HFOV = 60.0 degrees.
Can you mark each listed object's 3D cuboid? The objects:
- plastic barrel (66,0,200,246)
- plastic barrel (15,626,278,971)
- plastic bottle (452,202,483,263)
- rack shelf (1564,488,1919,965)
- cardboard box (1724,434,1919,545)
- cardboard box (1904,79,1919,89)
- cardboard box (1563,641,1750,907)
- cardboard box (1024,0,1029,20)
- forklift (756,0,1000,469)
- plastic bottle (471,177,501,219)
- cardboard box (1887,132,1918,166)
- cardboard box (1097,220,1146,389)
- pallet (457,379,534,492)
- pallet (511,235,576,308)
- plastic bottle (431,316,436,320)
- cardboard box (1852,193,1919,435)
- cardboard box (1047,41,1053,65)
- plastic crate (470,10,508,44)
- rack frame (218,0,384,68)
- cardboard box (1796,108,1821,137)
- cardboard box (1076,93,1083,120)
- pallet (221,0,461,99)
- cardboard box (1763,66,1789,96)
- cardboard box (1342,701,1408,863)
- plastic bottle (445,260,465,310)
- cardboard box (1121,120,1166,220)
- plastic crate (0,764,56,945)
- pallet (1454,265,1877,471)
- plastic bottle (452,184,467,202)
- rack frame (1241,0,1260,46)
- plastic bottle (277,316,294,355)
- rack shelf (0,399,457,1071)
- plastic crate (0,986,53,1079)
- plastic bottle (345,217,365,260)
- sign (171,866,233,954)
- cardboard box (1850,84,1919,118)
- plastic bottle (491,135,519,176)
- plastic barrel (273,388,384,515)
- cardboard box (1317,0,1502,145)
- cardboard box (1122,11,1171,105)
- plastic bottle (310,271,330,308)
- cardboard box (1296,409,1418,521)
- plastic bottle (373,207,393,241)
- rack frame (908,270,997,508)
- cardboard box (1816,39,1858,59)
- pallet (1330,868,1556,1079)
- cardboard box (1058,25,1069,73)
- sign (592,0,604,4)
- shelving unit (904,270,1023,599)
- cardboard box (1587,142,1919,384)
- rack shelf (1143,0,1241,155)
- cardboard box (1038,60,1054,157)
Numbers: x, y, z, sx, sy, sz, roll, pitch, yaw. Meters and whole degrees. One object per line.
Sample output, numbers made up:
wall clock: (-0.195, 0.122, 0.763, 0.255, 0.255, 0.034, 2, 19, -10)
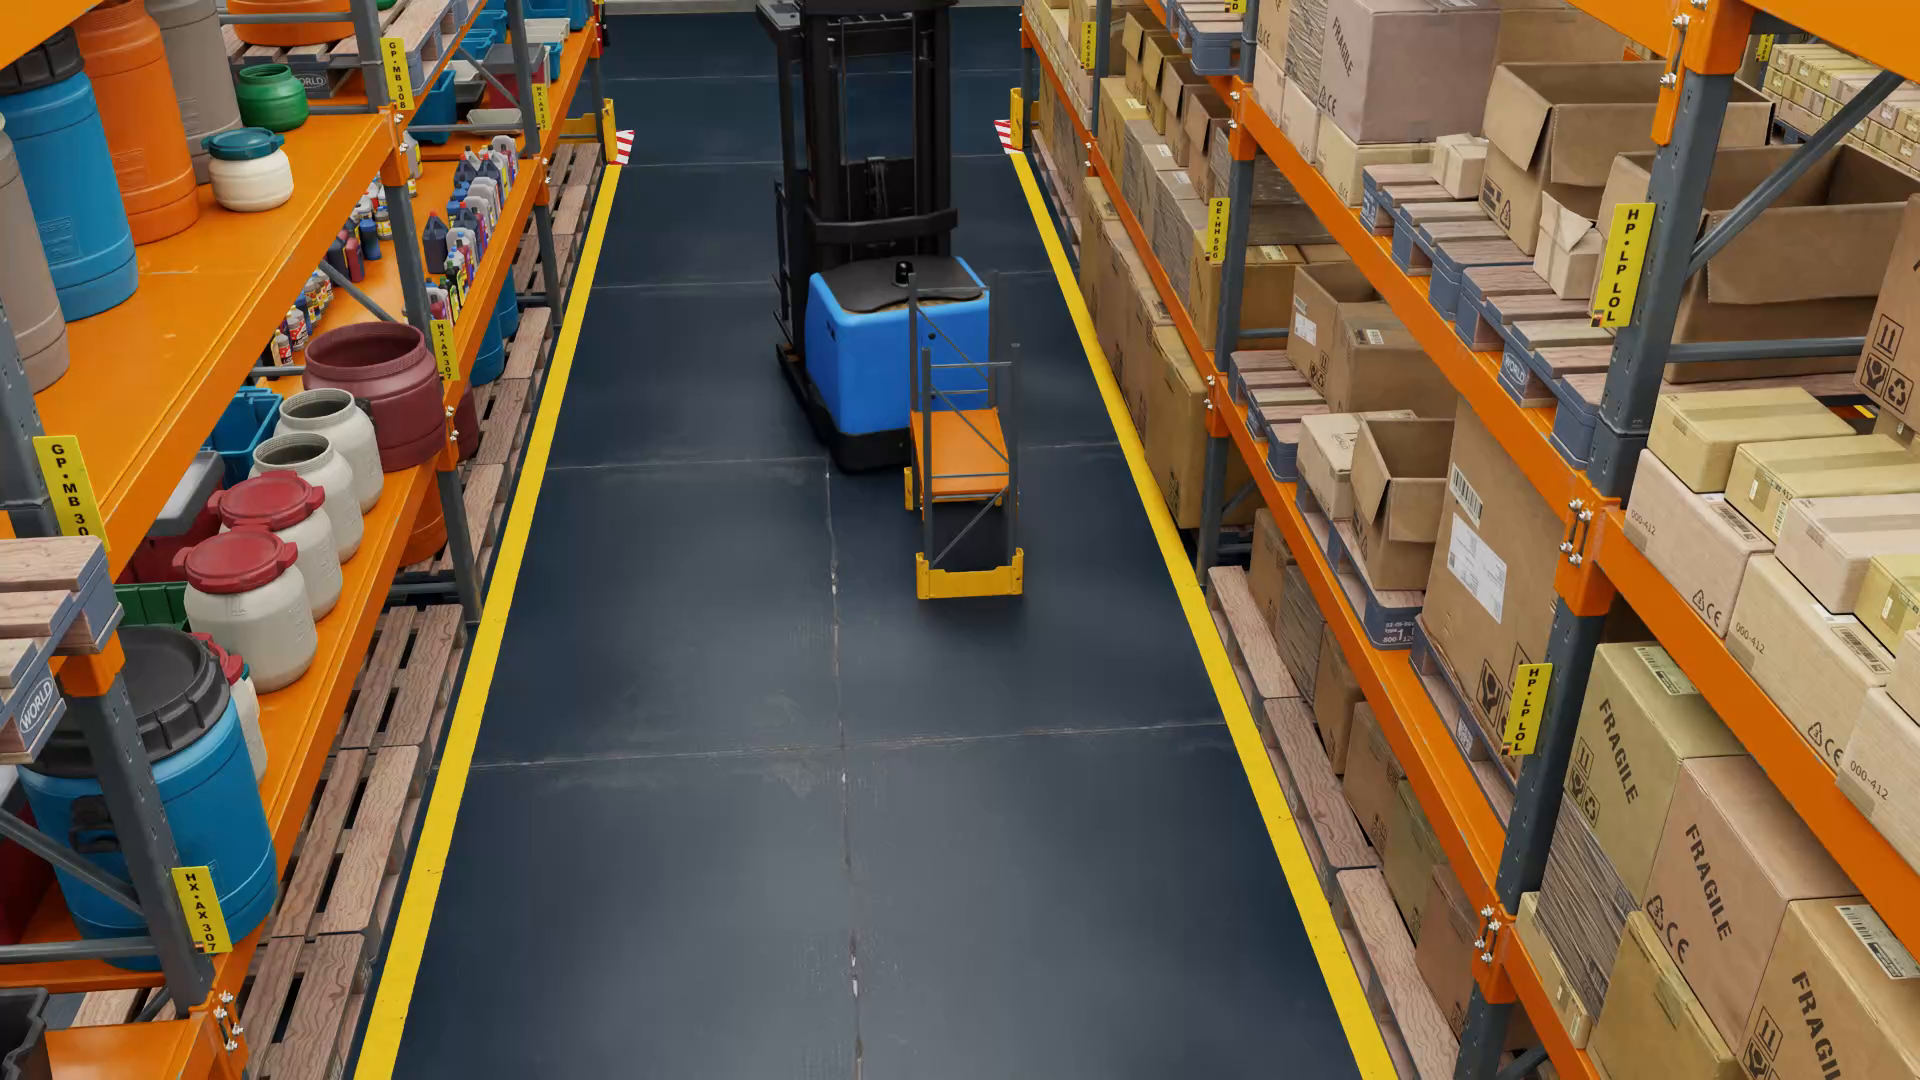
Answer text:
plastic barrel: (-3.175, -1.547, 6.071, 0.600, 0.830, 0.708, -3, 31, -5)
plastic barrel: (-2.458, 0.777, 5.036, 0.600, 0.901, 0.708, -3, 31, -5)
plastic bottle: (-2.956, -1.844, 9.959, 0.144, 0.351, 0.185, -3, 31, -5)
rack shelf: (2.395, 1.009, 2.913, 1.077, 0.370, 4.000, -3, 31, -5)
cardboard box: (2.024, -0.115, 3.849, 0.380, 0.149, 0.250, -4, 31, -7)
cardboard box: (6.688, -3.167, 11.383, 0.380, 0.149, 0.250, -4, 31, -6)
cardboard box: (1.997, 0.608, 4.444, 0.500, 0.500, 0.500, -3, 31, -5)
cardboard box: (0.791, -4.855, 15.199, 0.380, 0.149, 0.250, -2, 31, -4)
forklift: (-0.670, -2.443, 10.982, 1.130, 2.935, 3.031, -9, 32, -15)
plastic bottle: (-3.031, -2.198, 10.625, 0.152, 0.276, 0.135, -3, 31, -5)
cardboard box: (6.135, -2.483, 10.527, 0.380, 0.149, 0.250, -3, 31, -6)
cardboard box: (1.624, -1.604, 11.173, 1.225, 0.875, 0.875, -4, 31, -6)
pallet: (-3.323, -0.663, 10.655, 1.003, 0.211, 1.213, -3, 31, -5)
pallet: (-3.578, -2.057, 12.988, 1.003, 0.211, 1.213, -3, 31, -5)
plastic bottle: (-2.799, -1.080, 8.759, 0.097, 0.271, 0.097, 0, 31, 0)
cardboard box: (2.504, -0.489, 3.844, 0.500, 0.500, 0.500, -4, 31, -6)
cardboard box: (0.936, -4.070, 13.884, 0.380, 0.149, 0.250, -4, 31, -6)
plastic crate: (-4.088, -4.399, 14.294, 0.416, 0.233, 0.300, -3, 31, -5)
rack frame: (-3.097, -3.414, 6.690, 1.000, 3.000, 0.127, -3, 31, -5)
cardboard box: (6.038, -2.884, 11.489, 0.380, 0.149, 0.250, -3, 31, -4)
cardboard box: (1.081, -3.282, 12.564, 0.380, 0.149, 0.250, -2, 31, -4)
pallet: (-3.071, -2.440, 8.170, 1.003, 0.211, 1.213, -3, 31, -5)
cardboard box: (5.987, -3.281, 11.863, 0.380, 0.149, 0.250, -2, 31, -4)
cardboard box: (2.093, 1.006, 7.149, 0.700, 0.500, 0.500, -5, 31, -9)
plastic bottle: (-2.848, -1.450, 9.365, 0.061, 0.283, 0.133, -3, 31, -5)
cardboard box: (1.349, -2.402, 10.749, 0.500, 0.500, 0.500, -3, 31, -6)
plastic crate: (-3.073, 0.944, 5.183, 0.402, 0.464, 0.583, -3, 31, -5)
pallet: (2.256, -0.561, 5.022, 1.213, 0.211, 1.003, -3, 31, -5)
plastic bottle: (-3.141, -2.112, 10.486, 0.097, 0.271, 0.097, 0, 31, 0)
rack frame: (1.834, -3.651, 7.088, 1.000, 3.000, 0.127, -3, 31, -5)
plastic bottle: (-3.581, -1.092, 8.767, 0.061, 0.283, 0.133, -3, 31, -5)
rack shelf: (-2.910, 0.491, 6.704, 1.077, 0.370, 4.000, -3, 31, -5)
plastic crate: (-2.801, 1.504, 4.368, 0.767, 0.338, 0.504, -3, 31, -5)
plastic bottle: (-3.670, -1.833, 9.941, 0.144, 0.351, 0.185, -3, 31, -5)
sign: (-2.175, 1.064, 4.773, 0.100, 0.325, 0.005, -3, 31, -5)
cardboard box: (6.086, -2.878, 10.898, 0.380, 0.149, 0.250, -3, 31, -5)
plastic bottle: (-3.112, -2.642, 11.369, 0.152, 0.276, 0.135, -3, 31, -5)
plastic barrel: (-2.788, -0.372, 7.338, 0.421, 0.512, 0.421, 0, 31, 0)
cardboard box: (1.720, -1.853, 6.418, 0.500, 0.500, 0.500, -4, 31, -6)
cardboard box: (1.528, -3.266, 11.217, 0.797, 0.503, 0.637, -4, 31, -6)
plastic bottle: (-3.628, -1.415, 9.388, 0.097, 0.201, 0.097, 0, 31, 0)
cardboard box: (1.762, -0.325, 7.106, 0.500, 0.250, 0.500, -4, 31, -6)
plastic bottle: (-3.576, -1.965, 10.309, 0.097, 0.201, 0.097, 0, 31, 0)
rack frame: (-0.040, -0.860, 9.727, 0.500, 1.500, 0.032, -3, 31, -5)
cardboard box: (6.613, -3.740, 12.698, 0.500, 0.500, 0.500, -3, 31, -5)
pallet: (2.134, 1.766, 6.587, 1.003, 0.211, 1.213, -3, 31, -5)
cardboard box: (1.059, -3.919, 13.242, 0.500, 0.250, 0.500, -2, 31, -4)
sign: (-3.298, -5.028, 15.083, 0.100, 0.325, 0.005, -3, 31, -5)
shelving unit: (0.007, -0.605, 9.300, 0.587, 1.500, 1.083, -3, 31, -5)
cardboard box: (2.263, -0.791, 4.713, 0.797, 0.503, 0.637, -4, 31, -7)
rack shelf: (1.647, -3.076, 9.751, 1.077, 0.370, 4.000, -3, 31, -5)
cardboard box: (1.226, -4.105, 15.361, 0.875, 0.875, 0.875, -3, 31, -5)
